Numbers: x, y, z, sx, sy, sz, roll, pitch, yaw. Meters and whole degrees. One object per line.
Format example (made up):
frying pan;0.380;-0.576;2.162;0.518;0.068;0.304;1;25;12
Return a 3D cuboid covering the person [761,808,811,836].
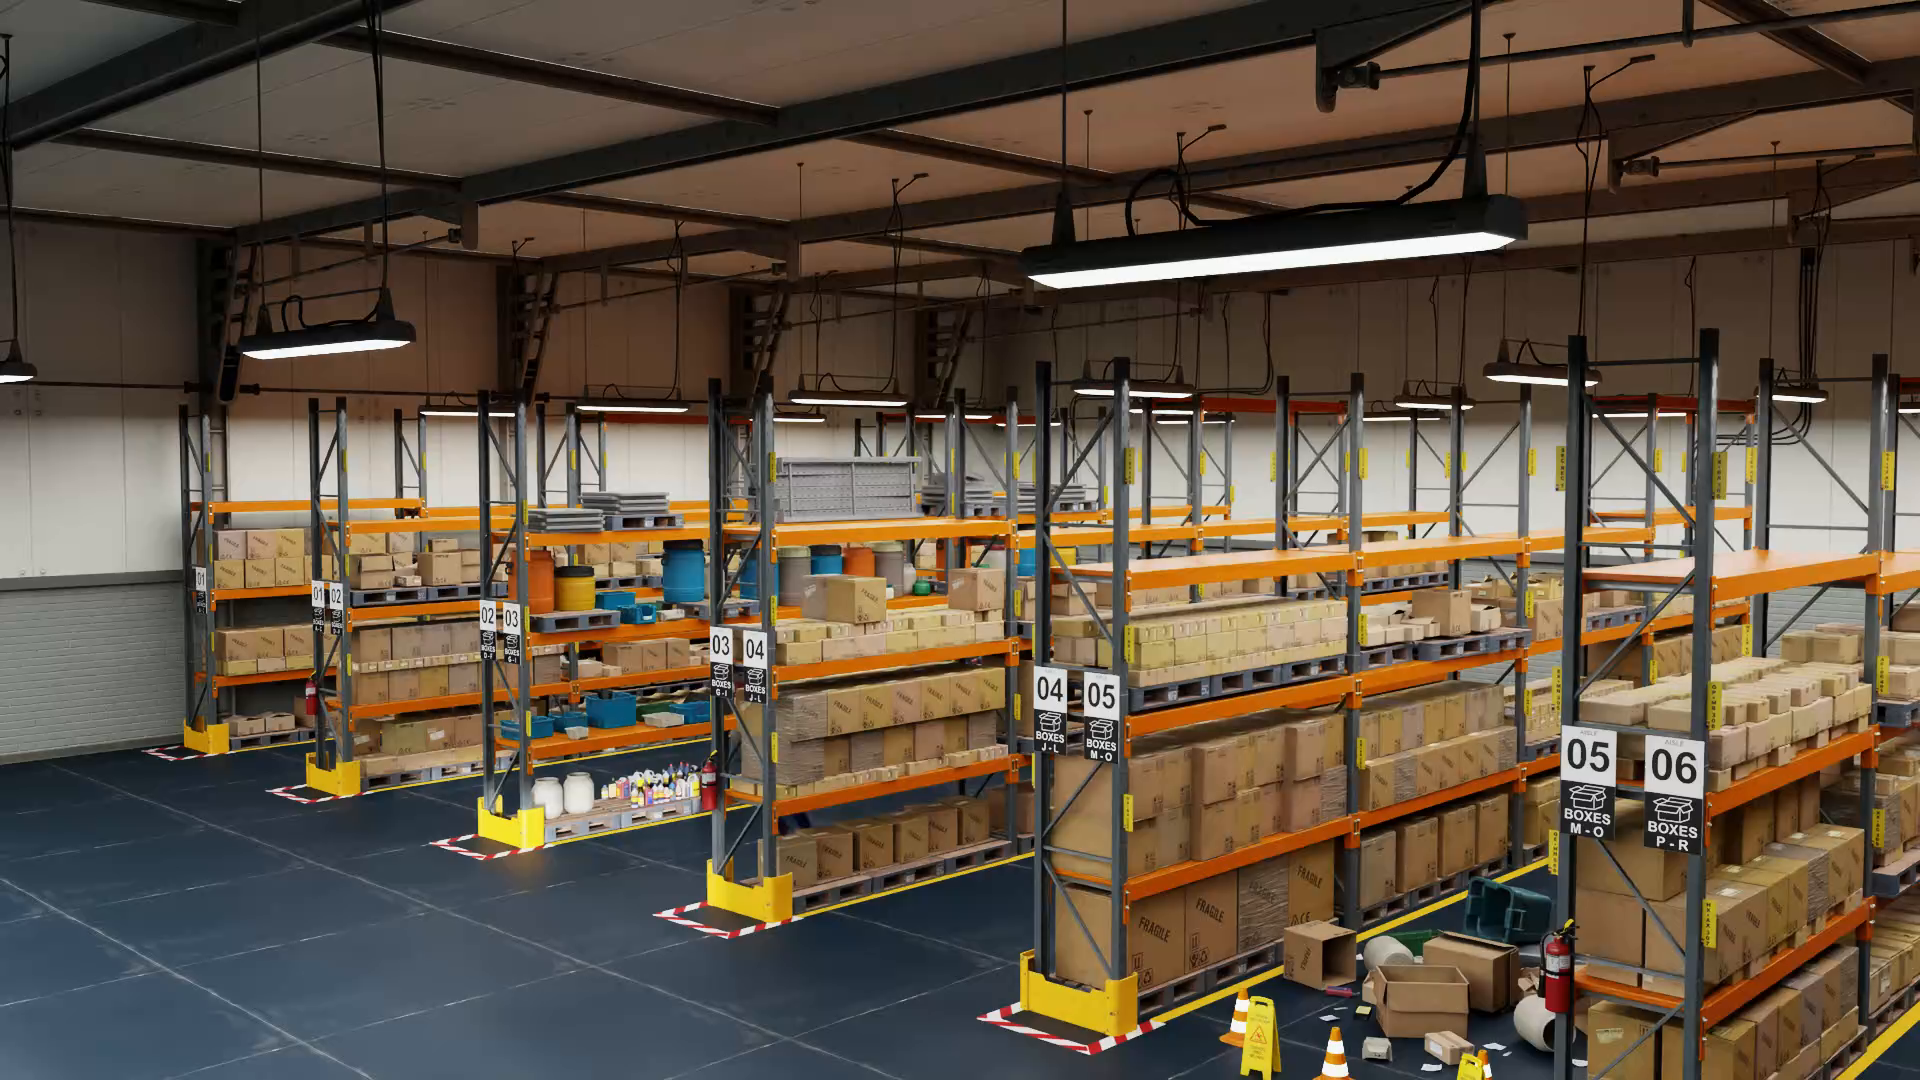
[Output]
person;-2.260;3.214;21.659;0.592;1.571;0.852;3;4;43

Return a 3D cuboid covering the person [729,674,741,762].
person;-3.717;2.916;27.887;0.613;1.626;0.777;2;4;37

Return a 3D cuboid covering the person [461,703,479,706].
person;-8.504;2.858;28.878;1.079;1.613;0.687;-3;4;-40
